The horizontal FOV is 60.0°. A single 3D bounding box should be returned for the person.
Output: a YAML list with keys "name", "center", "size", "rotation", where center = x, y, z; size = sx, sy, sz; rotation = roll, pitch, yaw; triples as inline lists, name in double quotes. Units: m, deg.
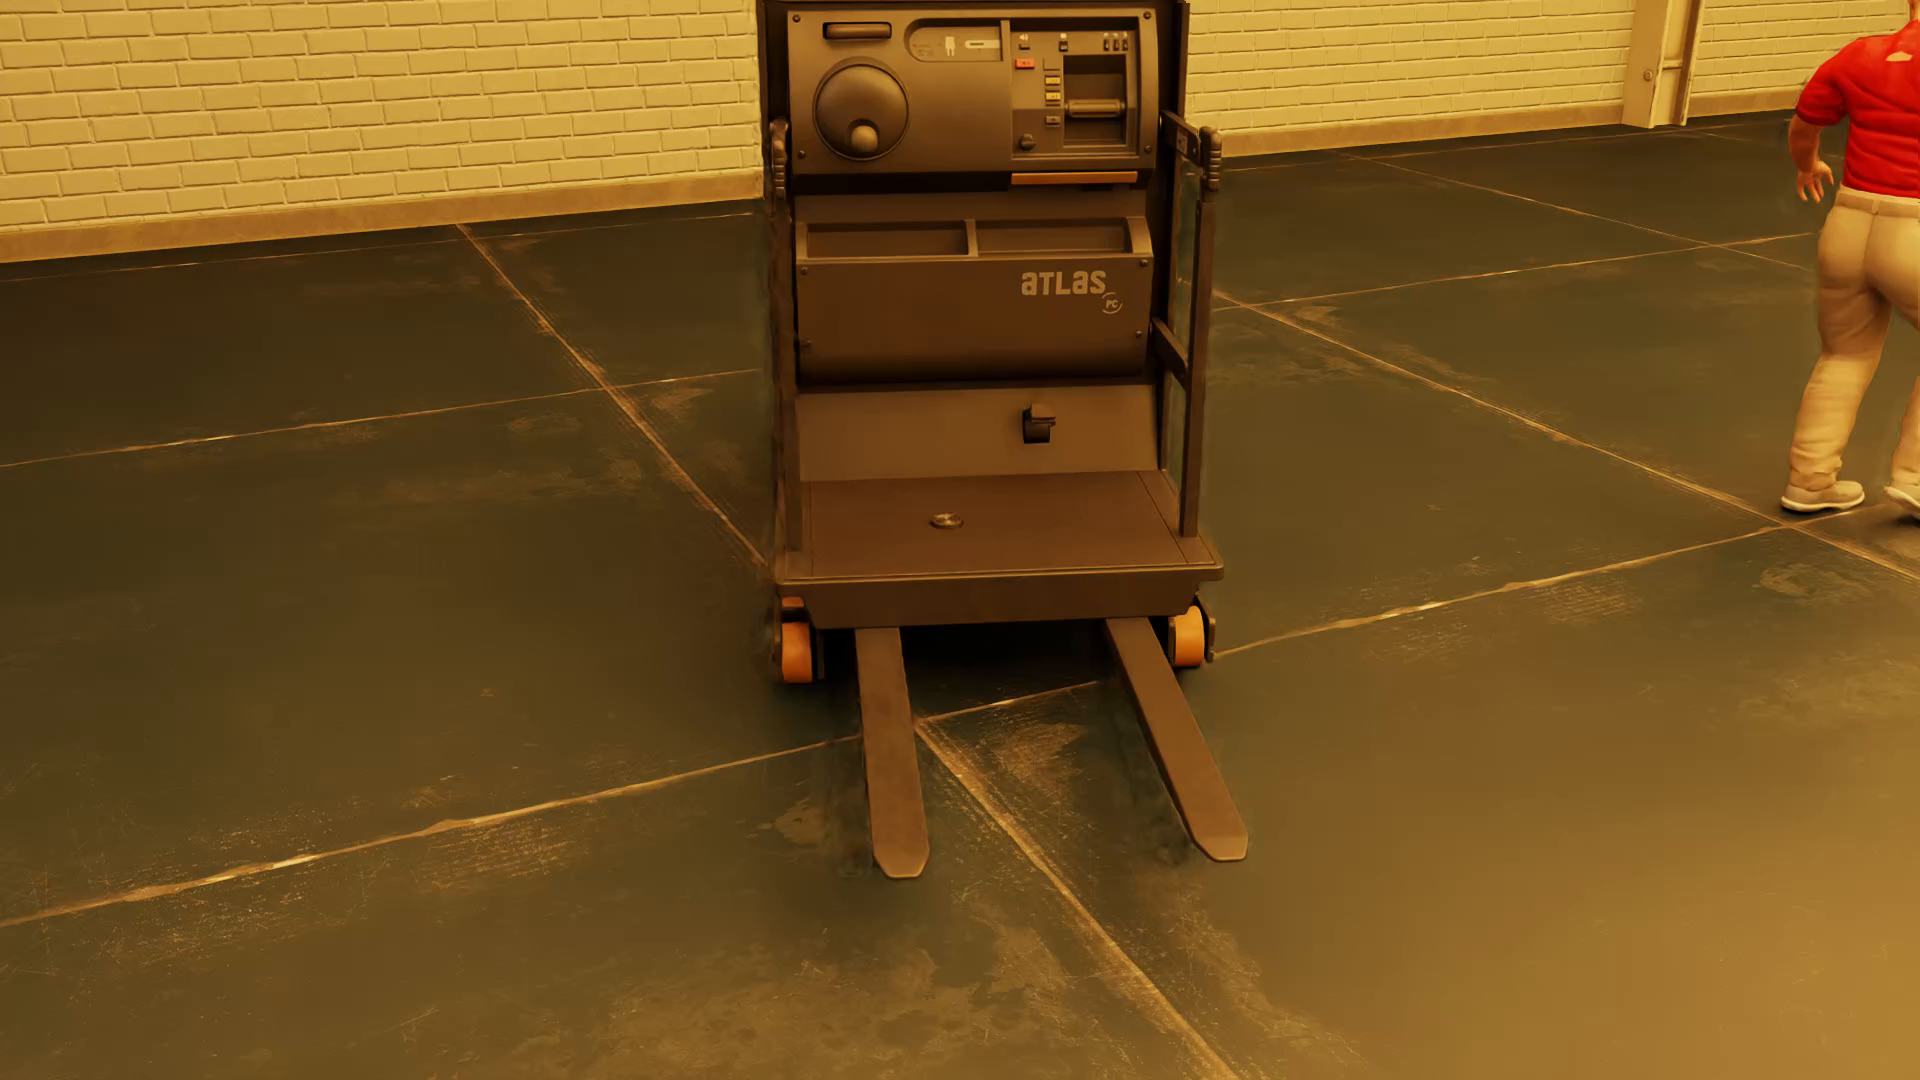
- name: "person"
  center: [2.852, -0.865, 5.047]
  size: [0.464, 1.761, 0.923]
  rotation: [-13, 26, -28]

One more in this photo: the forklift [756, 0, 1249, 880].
- name: "forklift"
  center: [0.058, -1.120, 3.983]
  size: [1.130, 2.935, 3.031]
  rotation: [-2, 23, -5]
